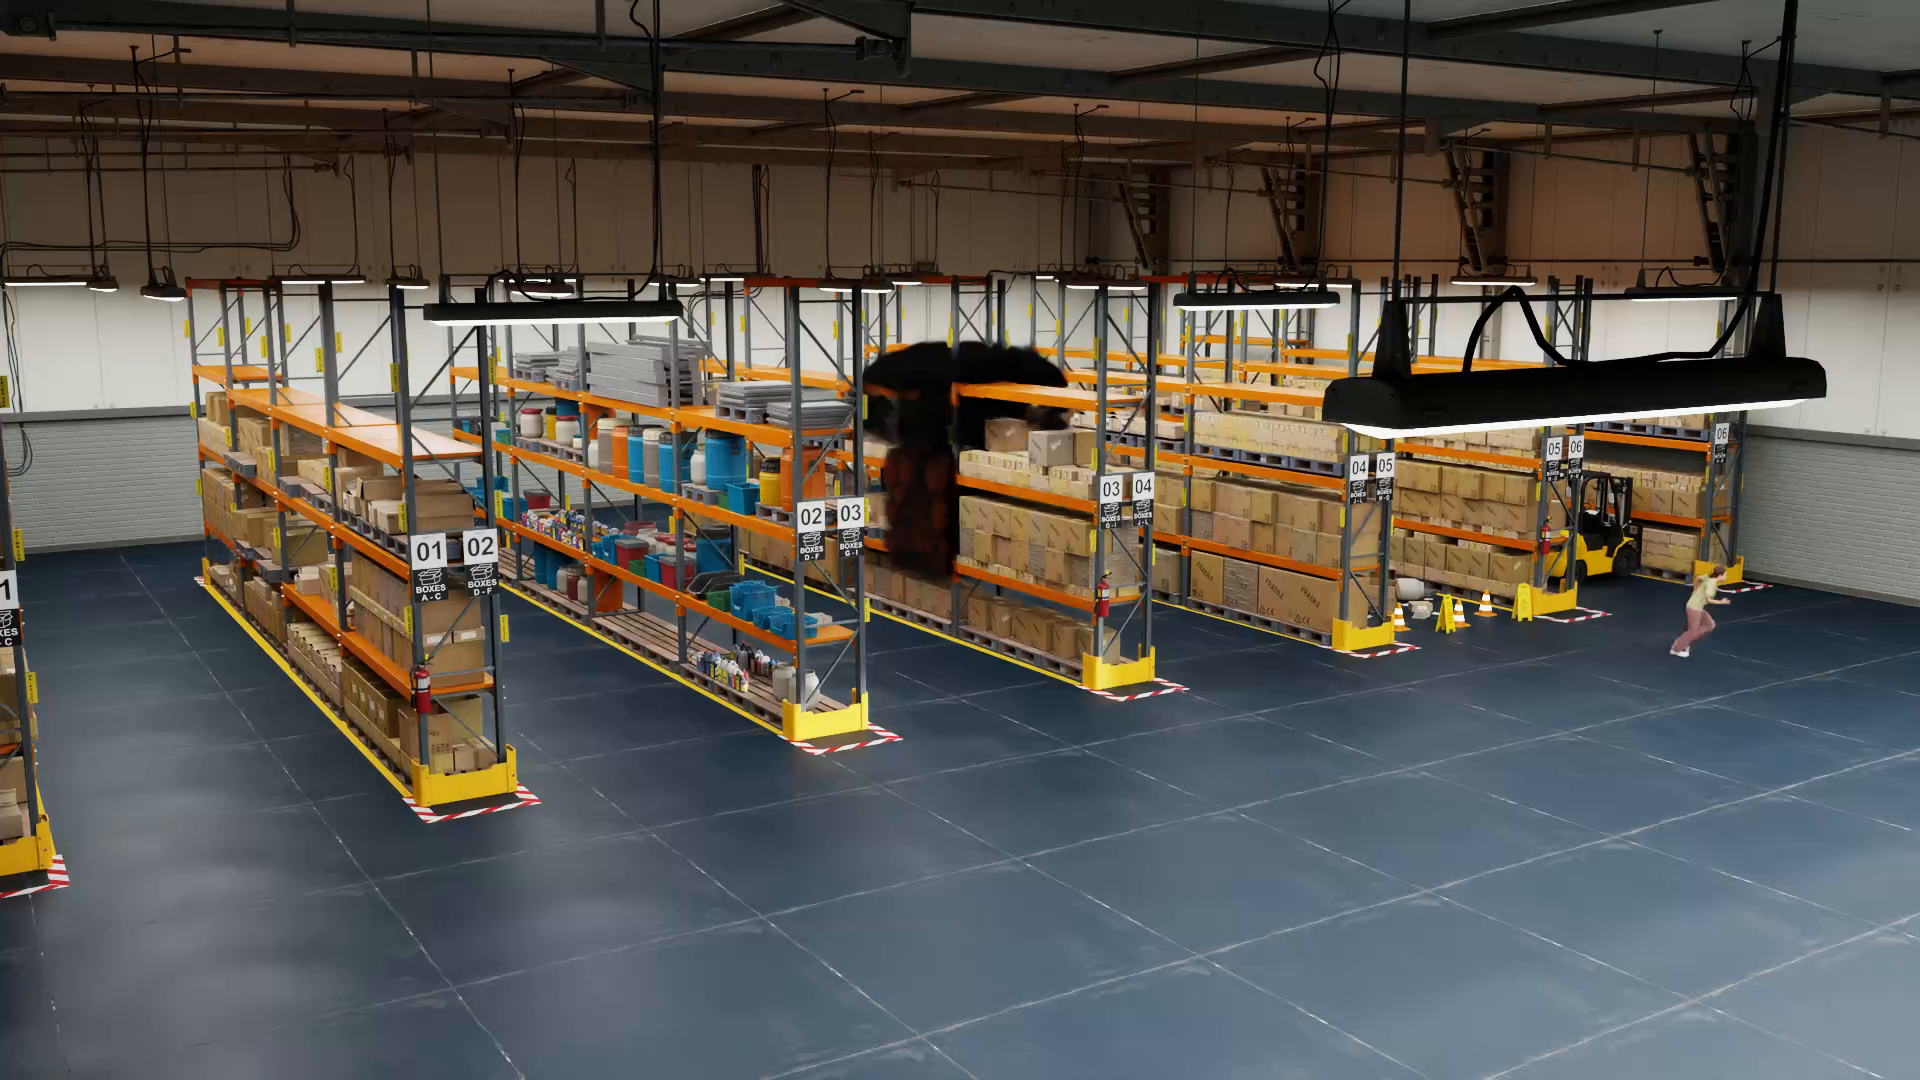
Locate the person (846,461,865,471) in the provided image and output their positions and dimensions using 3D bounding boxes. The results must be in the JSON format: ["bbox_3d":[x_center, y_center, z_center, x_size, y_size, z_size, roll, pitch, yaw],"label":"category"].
[{"bbox_3d":[-2.750,-1.465,41.437,0.876,1.782,0.738,-6,11,-33],"label":"person"}]

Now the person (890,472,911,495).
[{"bbox_3d":[-1.310,-0.633,36.658,0.709,1.765,0.824,-8,12,-39],"label":"person"}]

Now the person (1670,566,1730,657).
[{"bbox_3d":[11.908,1.135,26.720,0.834,1.509,0.608,4,10,23],"label":"person"}]
